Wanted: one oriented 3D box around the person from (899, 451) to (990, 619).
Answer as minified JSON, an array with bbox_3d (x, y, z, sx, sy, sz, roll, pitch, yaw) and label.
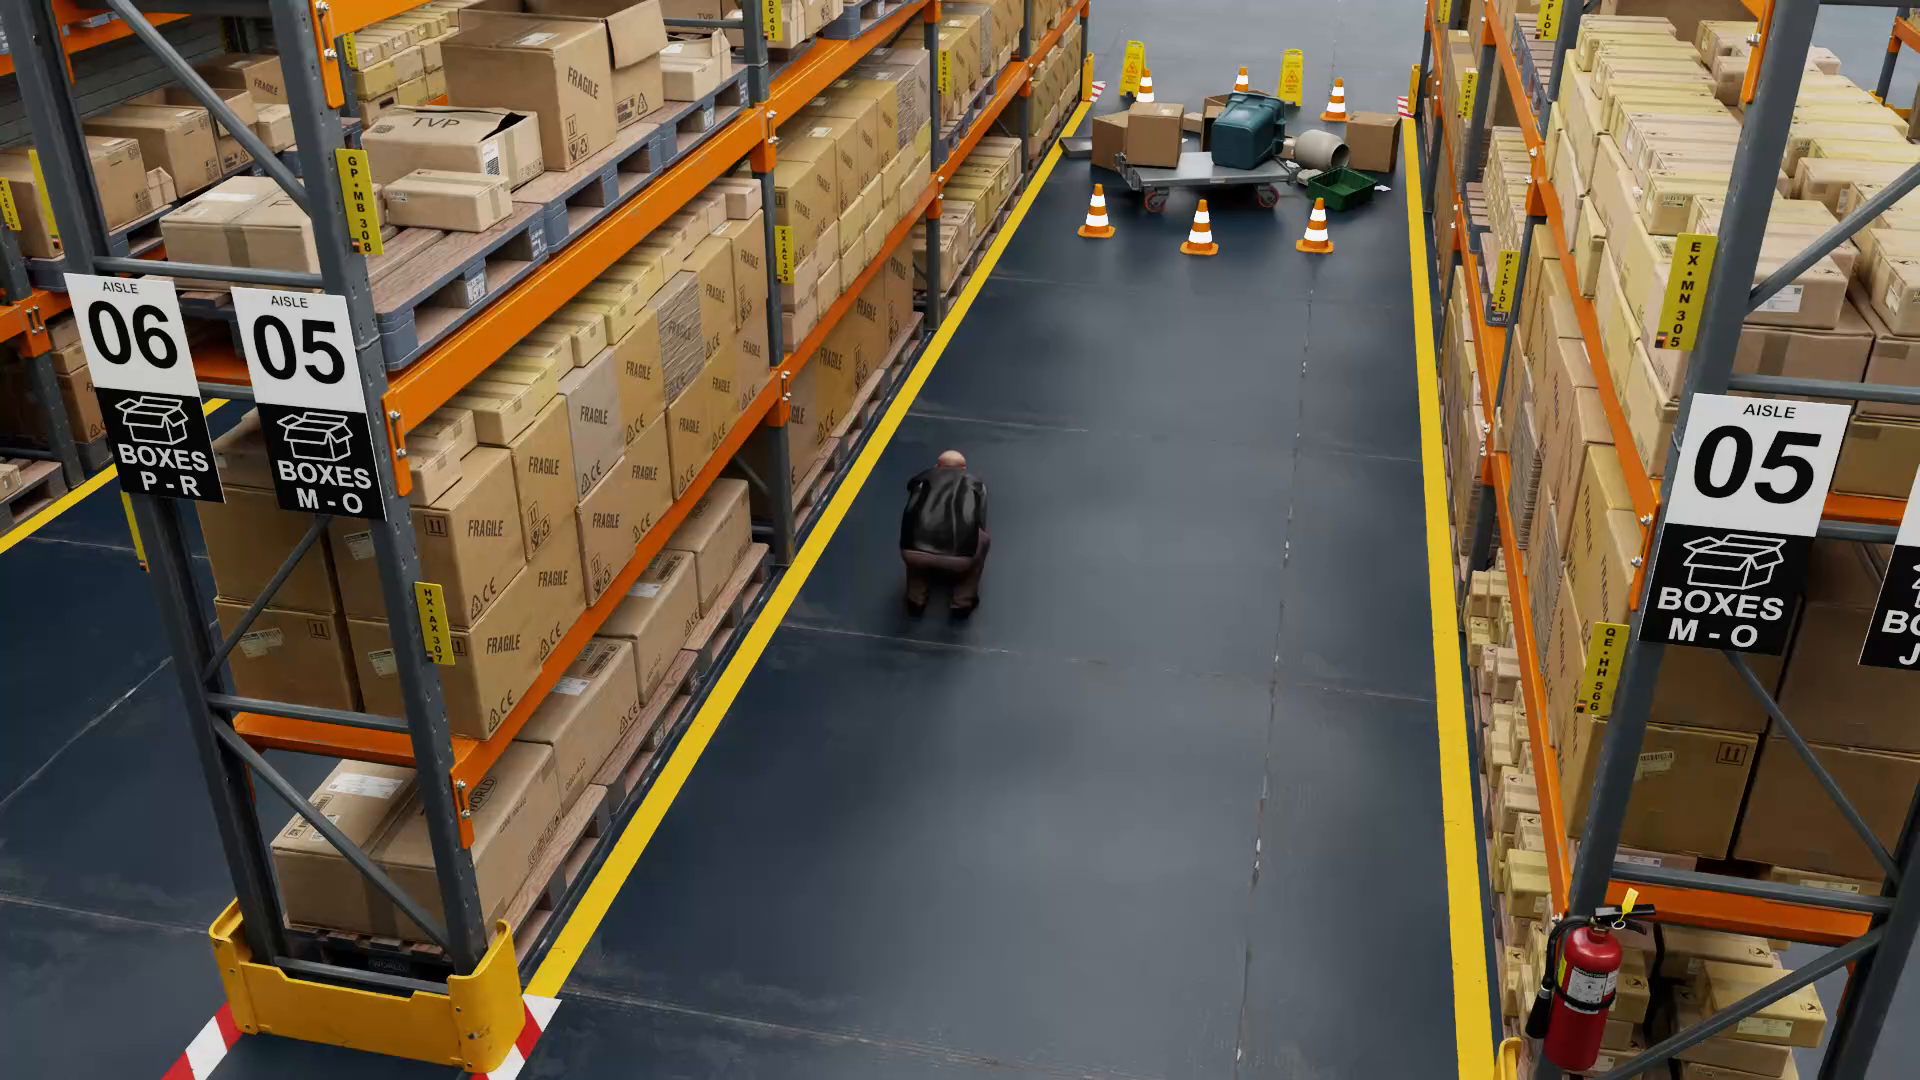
[{"bbox_3d":[-0.082,-0.027,9.707,0.507,0.790,0.939,5,29,9],"label":"person"}]
